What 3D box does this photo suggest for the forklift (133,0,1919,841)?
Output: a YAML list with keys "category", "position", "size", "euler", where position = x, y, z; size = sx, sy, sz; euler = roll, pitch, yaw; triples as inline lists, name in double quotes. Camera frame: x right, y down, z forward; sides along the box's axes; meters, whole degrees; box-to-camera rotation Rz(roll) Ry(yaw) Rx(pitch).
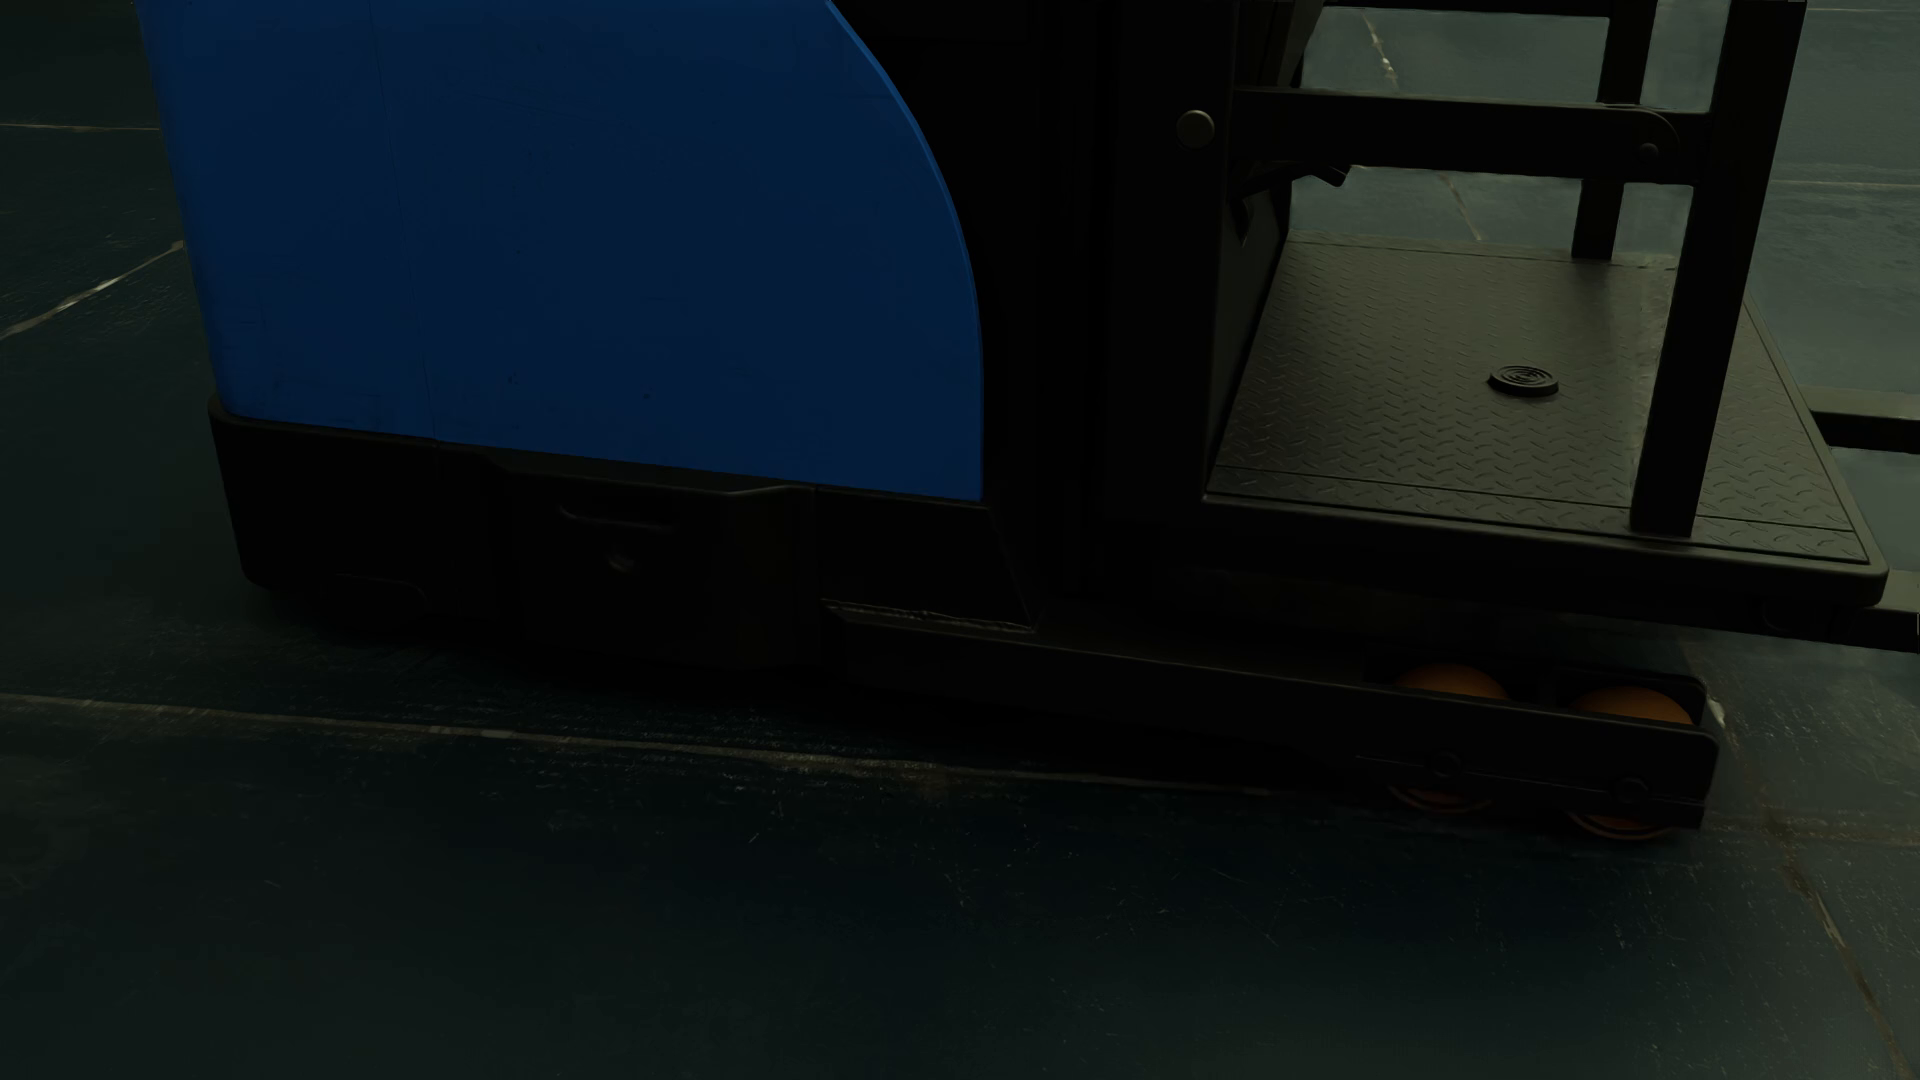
- category: "forklift"
  position: [0.592, -1.244, 1.710]
  size: [3.031, 2.935, 1.130]
  euler: [7, 27, 13]
